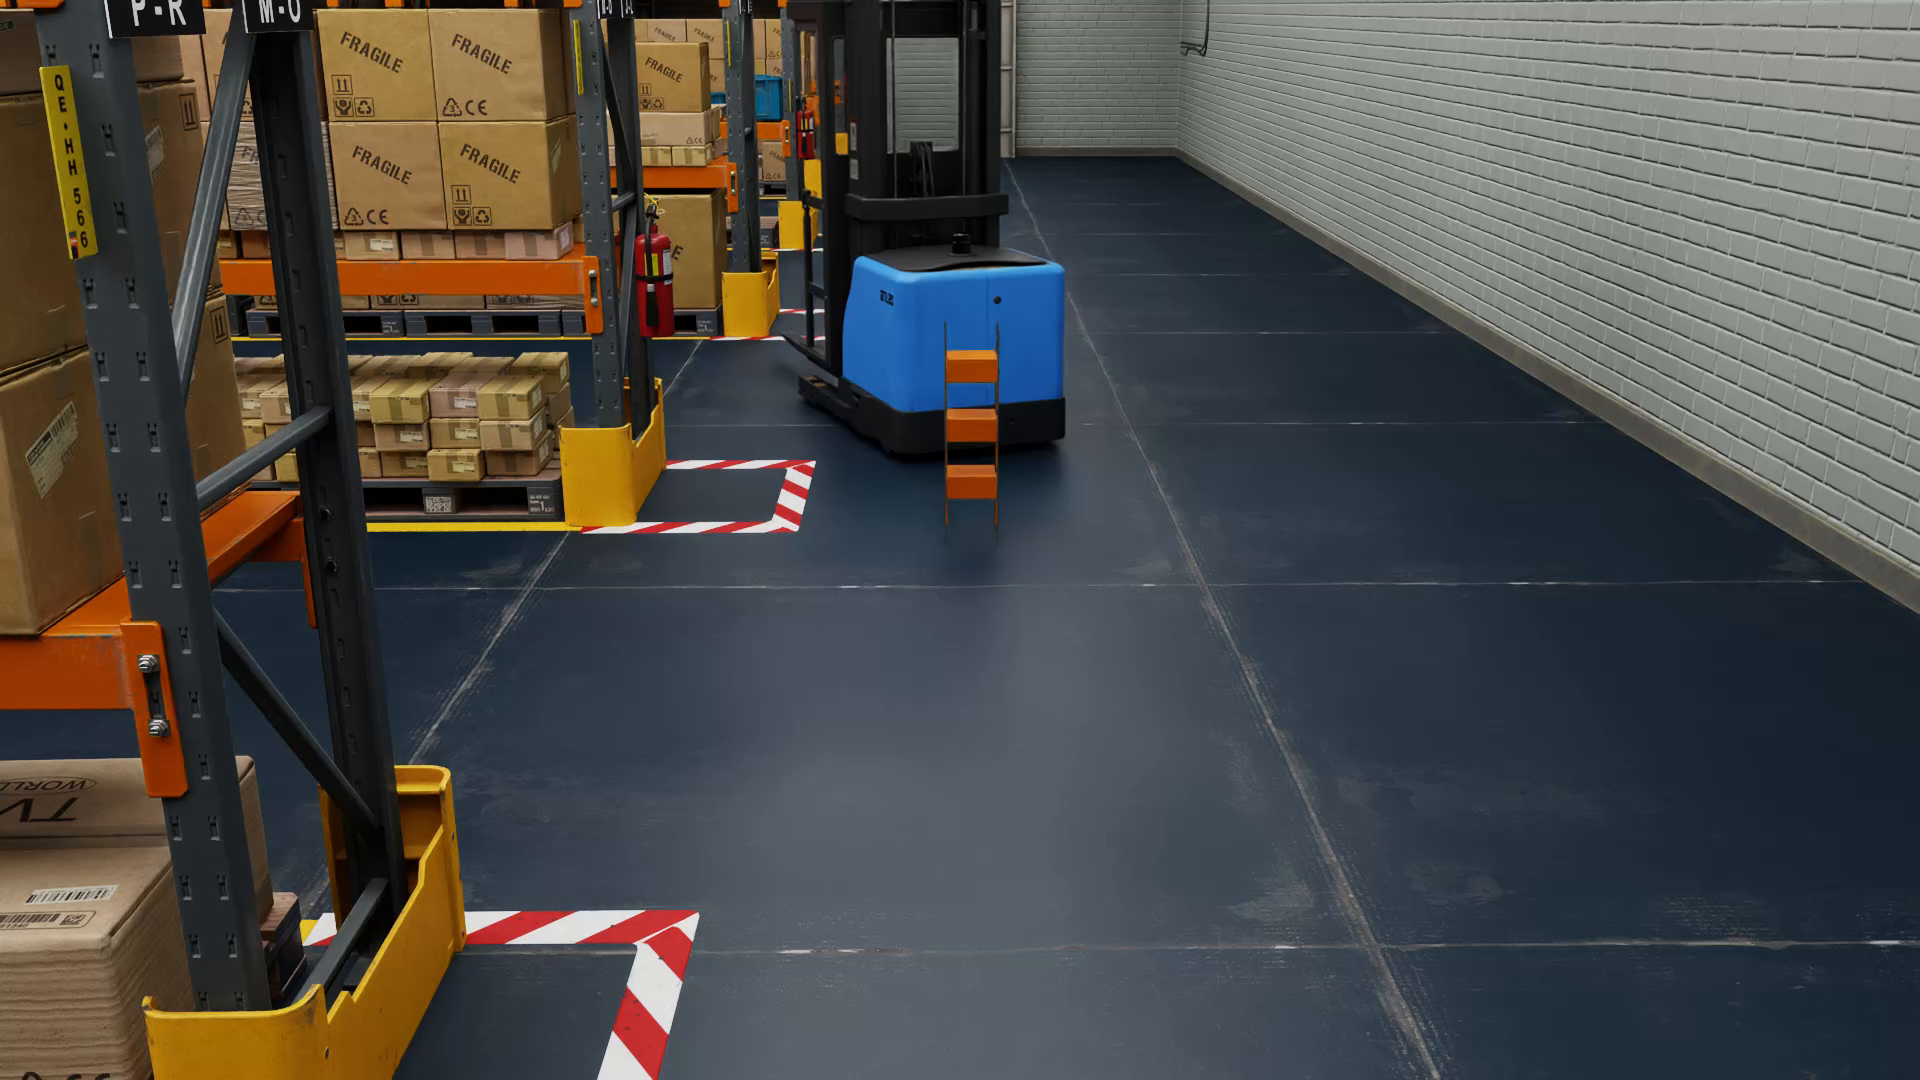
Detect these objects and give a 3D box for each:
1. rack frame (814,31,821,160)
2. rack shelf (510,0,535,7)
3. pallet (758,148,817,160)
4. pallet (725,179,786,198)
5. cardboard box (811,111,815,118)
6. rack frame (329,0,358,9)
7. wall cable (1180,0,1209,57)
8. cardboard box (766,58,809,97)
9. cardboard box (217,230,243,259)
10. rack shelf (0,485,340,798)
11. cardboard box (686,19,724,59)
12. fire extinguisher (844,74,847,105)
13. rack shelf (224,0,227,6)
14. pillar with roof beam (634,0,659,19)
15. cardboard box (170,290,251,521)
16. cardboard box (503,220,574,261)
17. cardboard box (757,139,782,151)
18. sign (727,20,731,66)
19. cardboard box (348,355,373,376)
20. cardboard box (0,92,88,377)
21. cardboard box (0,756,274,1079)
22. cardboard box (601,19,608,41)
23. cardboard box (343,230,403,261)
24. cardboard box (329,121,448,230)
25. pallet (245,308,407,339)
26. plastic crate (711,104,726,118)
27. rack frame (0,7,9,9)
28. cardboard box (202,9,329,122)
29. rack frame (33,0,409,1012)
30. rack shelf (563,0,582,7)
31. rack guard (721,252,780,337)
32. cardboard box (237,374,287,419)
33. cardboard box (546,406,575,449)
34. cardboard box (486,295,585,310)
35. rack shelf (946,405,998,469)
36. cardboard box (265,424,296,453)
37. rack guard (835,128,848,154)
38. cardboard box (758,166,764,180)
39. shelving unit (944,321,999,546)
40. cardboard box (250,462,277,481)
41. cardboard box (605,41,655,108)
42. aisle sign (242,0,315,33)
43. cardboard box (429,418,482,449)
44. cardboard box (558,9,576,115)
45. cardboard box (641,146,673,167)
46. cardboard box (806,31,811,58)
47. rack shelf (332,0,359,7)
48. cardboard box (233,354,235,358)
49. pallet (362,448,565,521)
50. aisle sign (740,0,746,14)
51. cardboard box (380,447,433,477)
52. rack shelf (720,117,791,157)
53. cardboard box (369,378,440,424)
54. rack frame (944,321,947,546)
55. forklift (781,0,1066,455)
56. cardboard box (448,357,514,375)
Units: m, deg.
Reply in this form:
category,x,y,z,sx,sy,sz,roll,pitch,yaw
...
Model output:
category,x,y,z,sx,sy,sz,roll,pitch,yaw
rack frame,-1.861,-6.214,22.508,0.127,3.000,1.000,0,18,-1
rack shelf,-3.860,-7.290,22.129,4.000,0.370,1.077,0,18,-1
pallet,-2.741,-6.371,27.563,1.213,0.211,1.003,0,18,-1
pallet,-2.734,-4.881,22.920,1.213,0.211,1.003,0,18,-1
cardboard box,-2.519,-7.073,27.529,0.250,0.149,0.380,0,18,0
rack frame,-9.942,-7.688,27.104,0.127,3.000,1.000,0,18,-1
wall cable,3.718,-9.023,26.527,0.112,2.526,3.097,0,18,-1
cardboard box,-2.304,-6.176,22.227,0.500,0.500,0.500,0,18,1
cardboard box,-3.607,-1.480,8.161,0.250,0.149,0.380,0,18,0
rack shelf,-3.551,0.191,3.721,4.000,0.370,1.077,0,18,-1
cardboard box,-3.325,-6.645,22.051,0.500,0.500,0.500,0,18,1
fire extinguisher,-1.785,-7.372,26.856,0.183,0.674,0.296,0,18,-1
rack shelf,-7.707,-4.245,12.637,4.000,0.370,1.077,0,18,-1
pillar with roof beam,-5.188,-9.517,22.983,0.400,9.000,9.100,0,18,-1
cardboard box,-2.036,-0.295,3.892,0.500,0.500,0.500,0,18,-1
cardboard box,-2.052,-1.465,8.117,0.250,0.149,0.380,0,18,-1
cardboard box,-3.141,-6.700,27.428,0.500,0.500,0.700,0,18,-1
sign,-1.713,-3.687,12.346,0.005,0.325,0.100,0,18,-1
cardboard box,-3.312,-0.875,8.870,0.250,0.149,0.380,0,18,1
cardboard box,-2.030,-0.610,3.239,0.500,0.500,0.500,0,18,1
cardboard box,-2.210,0.892,3.863,0.875,0.438,0.875,-1,18,-3
cardboard box,-4.869,-6.637,22.027,0.500,0.500,0.500,-1,18,-3
cardboard box,-2.807,-1.462,8.104,0.250,0.149,0.380,0,18,1
cardboard box,-2.691,-1.781,8.037,0.500,0.500,0.500,-1,18,-2
pallet,-4.946,-1.821,13.379,1.213,0.211,1.003,0,18,-1
plastic crate,-2.599,-4.545,17.638,0.243,0.136,0.396,0,18,-1
rack frame,-9.785,-4.662,17.671,0.127,3.000,1.000,0,18,-1
cardboard box,-3.211,-2.252,7.871,0.500,0.500,0.500,1,18,2
rack frame,-1.552,-0.162,3.641,0.127,3.000,1.000,0,18,-1
rack shelf,-3.731,-2.749,7.974,4.000,0.370,1.077,0,18,-1
rack guard,-1.684,-1.998,13.458,0.348,0.500,1.175,0,18,-1
cardboard box,-3.558,-0.727,8.410,0.250,0.149,0.380,-1,18,-3
cardboard box,-2.260,-0.611,9.020,0.250,0.149,0.380,0,18,0
cardboard box,-3.257,-2.345,13.237,0.875,0.875,0.875,0,18,-1
rack shelf,0.053,-0.490,7.891,0.240,0.259,0.215,0,18,-1
cardboard box,-3.291,-0.558,8.369,0.250,0.149,0.380,0,18,0
rack guard,-1.919,-6.537,27.606,0.348,0.500,1.175,0,18,-1
cardboard box,-2.807,-5.022,22.710,0.250,0.166,0.380,0,18,-1
shelving unit,0.053,-0.500,7.888,0.252,1.050,0.215,0,18,-1
cardboard box,-3.549,-0.421,8.430,0.250,0.149,0.380,0,18,0
cardboard box,-2.692,-3.693,13.181,0.500,0.500,0.500,-1,18,-2
aisle sign,-1.484,-1.488,3.521,0.004,0.787,0.394,0,18,-1
cardboard box,-2.516,-0.583,8.446,0.250,0.149,0.380,-1,18,-2
cardboard box,-2.184,-2.417,8.385,0.500,0.500,0.500,0,18,-1
cardboard box,-2.319,-2.965,12.790,0.250,0.149,0.380,0,18,0
cardboard box,-2.309,-6.816,22.584,0.500,0.500,0.500,0,18,1
rack shelf,-7.942,-8.784,26.786,4.000,0.370,1.077,0,18,-1
cardboard box,-4.076,-0.889,8.915,0.250,0.149,0.380,-1,18,-3
pallet,-2.620,-0.352,8.798,1.213,0.211,1.003,0,18,-1
aisle sign,-1.631,-4.335,12.394,0.004,0.787,0.394,0,18,-1
cardboard box,-2.775,-0.442,8.495,0.250,0.149,0.380,0,18,-1
rack shelf,-3.786,-4.349,17.871,4.000,0.370,1.077,0,18,-1
cardboard box,-2.765,-0.695,8.309,0.250,0.149,0.380,-1,18,-2
rack frame,-0.068,-0.500,7.886,0.008,1.050,0.200,0,18,-1
forklift,-0.409,-2.285,10.373,1.130,2.935,3.031,-7,19,-21
cardboard box,-2.534,-0.862,8.830,0.250,0.149,0.380,0,18,0
